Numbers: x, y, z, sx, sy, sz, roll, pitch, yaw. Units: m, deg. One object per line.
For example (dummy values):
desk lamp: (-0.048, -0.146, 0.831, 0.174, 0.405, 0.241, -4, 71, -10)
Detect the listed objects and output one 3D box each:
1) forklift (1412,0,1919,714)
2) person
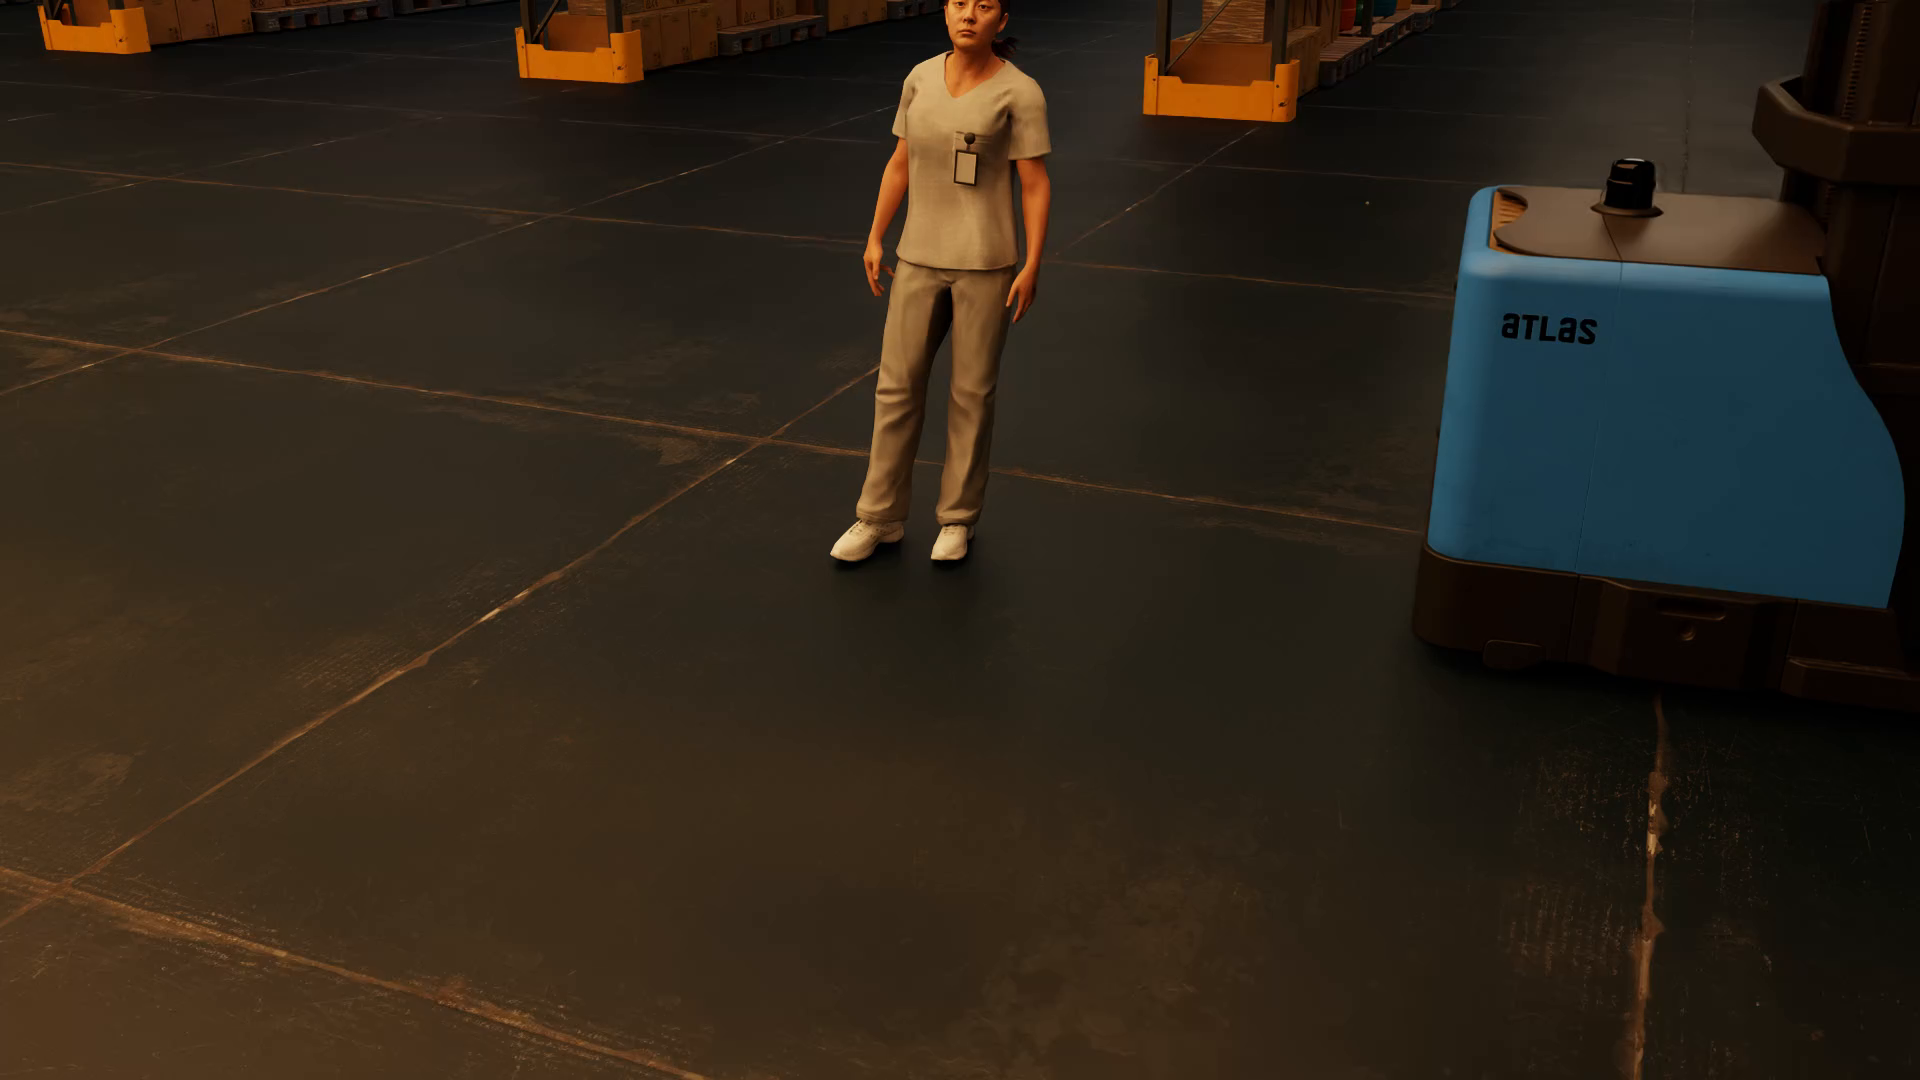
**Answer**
forklift: (2.758, -1.038, 3.776, 3.031, 2.935, 1.130, 7, 24, 16)
person: (-0.041, -0.756, 4.709, 0.549, 1.675, 0.549, 9, 24, 21)
